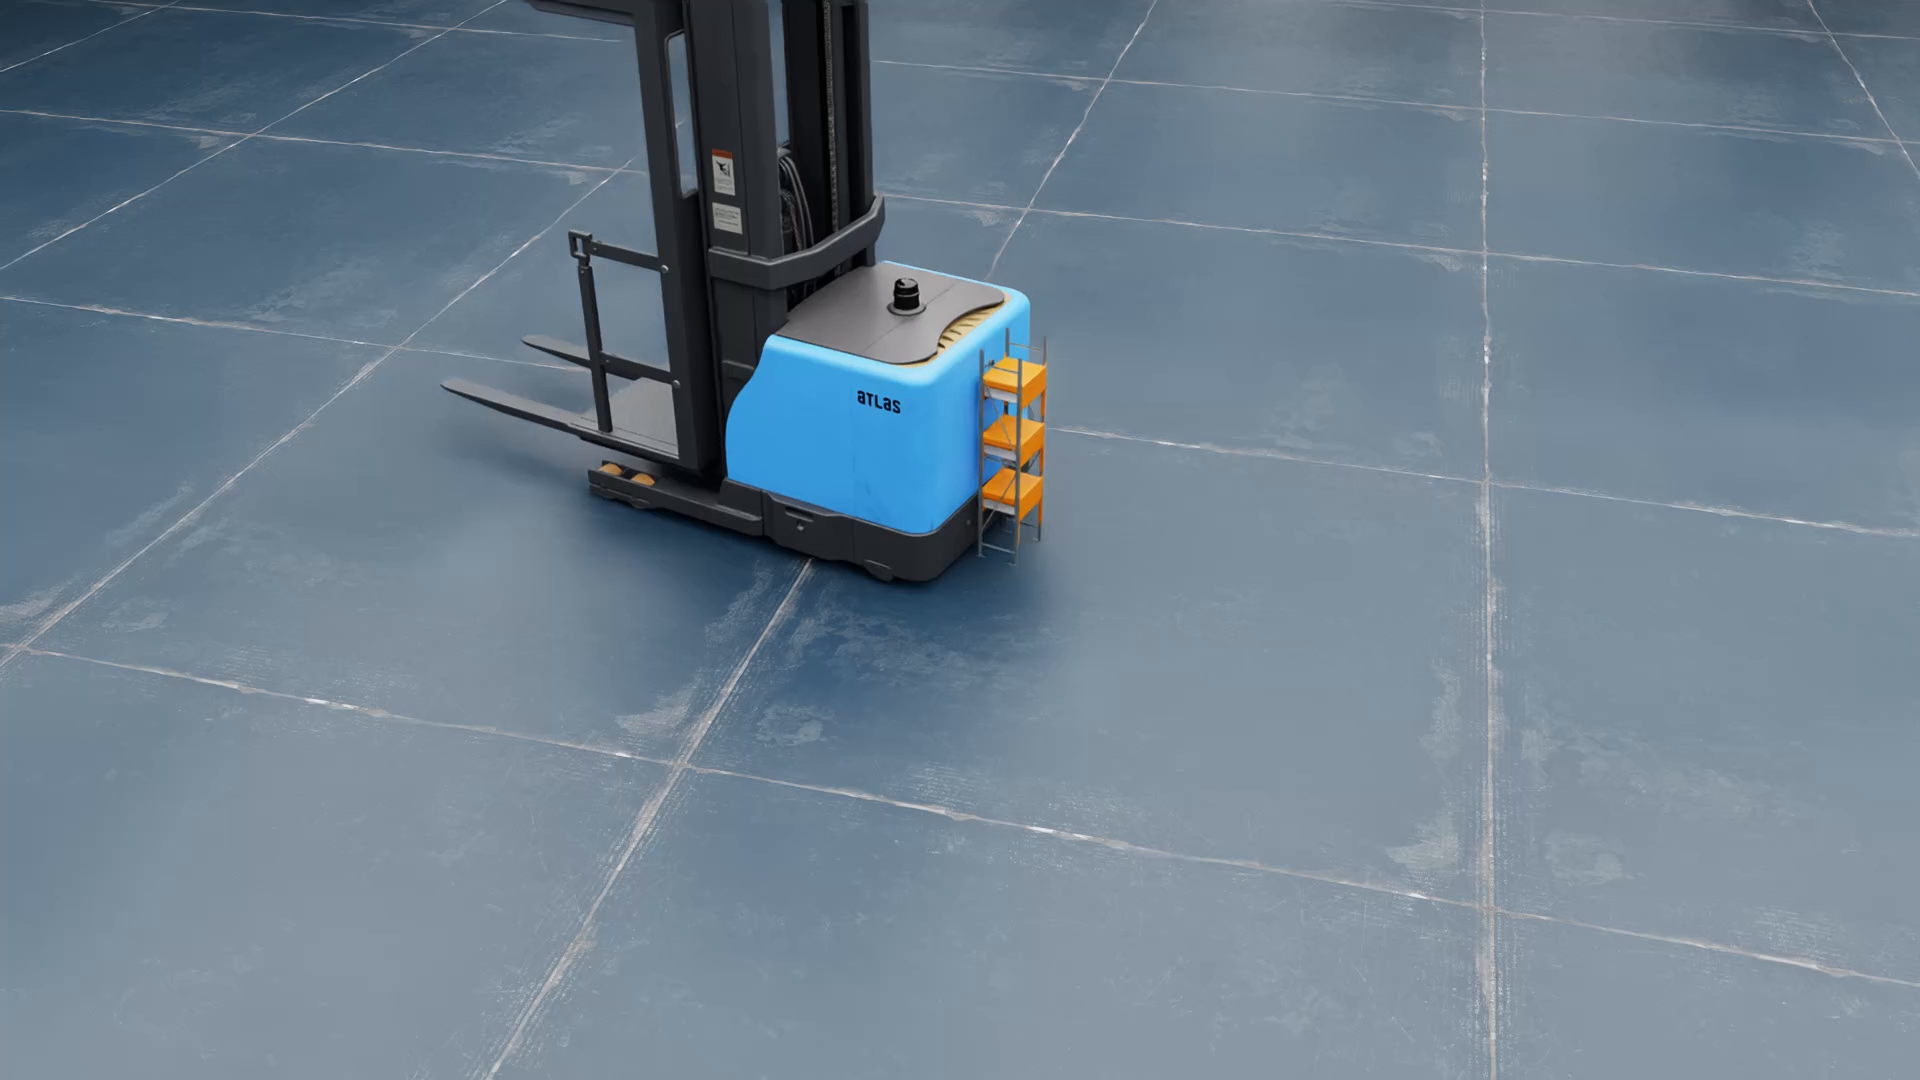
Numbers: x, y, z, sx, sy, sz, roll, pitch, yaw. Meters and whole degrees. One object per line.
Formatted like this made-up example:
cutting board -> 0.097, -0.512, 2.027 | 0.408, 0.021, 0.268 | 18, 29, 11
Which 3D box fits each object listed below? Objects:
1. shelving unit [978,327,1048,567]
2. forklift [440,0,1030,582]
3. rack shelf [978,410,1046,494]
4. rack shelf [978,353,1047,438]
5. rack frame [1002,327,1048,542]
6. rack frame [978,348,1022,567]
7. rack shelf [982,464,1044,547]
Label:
shelving unit -> 0.230, -0.403, 7.405 | 0.215, 1.050, 0.252 | 16, 36, 24
forklift -> -1.208, -1.614, 7.557 | 3.031, 2.935, 1.130 | 17, 36, 24
rack shelf -> 0.230, -0.394, 7.410 | 0.215, 0.259, 0.240 | 16, 36, 24
rack shelf -> 0.230, -0.633, 7.258 | 0.215, 0.259, 0.240 | 16, 36, 24
rack frame -> 0.288, -0.460, 7.495 | 0.200, 1.050, 0.008 | 16, 36, 24
rack frame -> 0.172, -0.345, 7.314 | 0.200, 1.050, 0.008 | 16, 36, 24
rack shelf -> 0.230, -0.159, 7.559 | 0.215, 0.259, 0.240 | 16, 36, 24
